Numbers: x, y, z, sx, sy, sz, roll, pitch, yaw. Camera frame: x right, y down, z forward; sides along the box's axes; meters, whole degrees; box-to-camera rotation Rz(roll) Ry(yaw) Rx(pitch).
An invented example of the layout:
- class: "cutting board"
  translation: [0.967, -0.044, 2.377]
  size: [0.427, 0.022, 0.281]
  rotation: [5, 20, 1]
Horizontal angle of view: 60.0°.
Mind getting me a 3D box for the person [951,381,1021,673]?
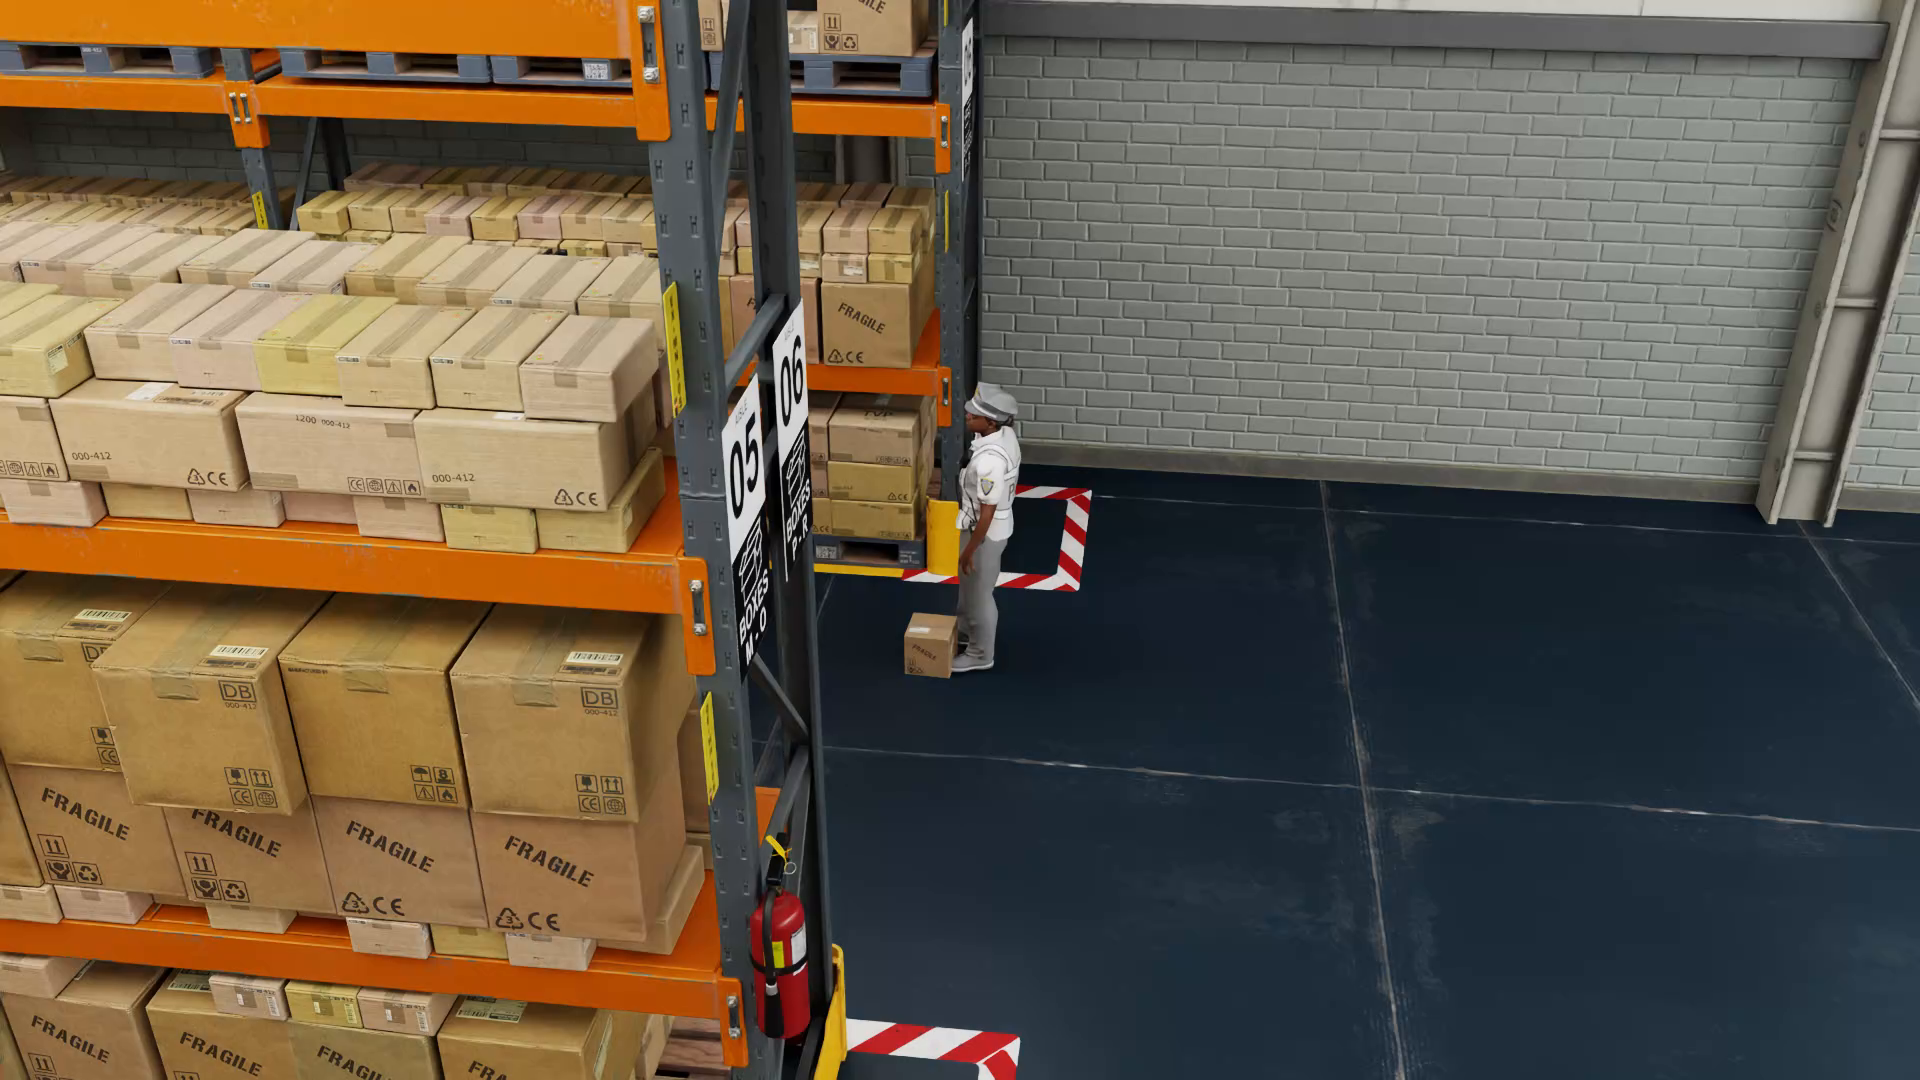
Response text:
- class: "person"
  translation: [0.050, -0.066, 8.794]
  size: [0.528, 1.696, 0.569]
  rotation: [3, 29, 6]
